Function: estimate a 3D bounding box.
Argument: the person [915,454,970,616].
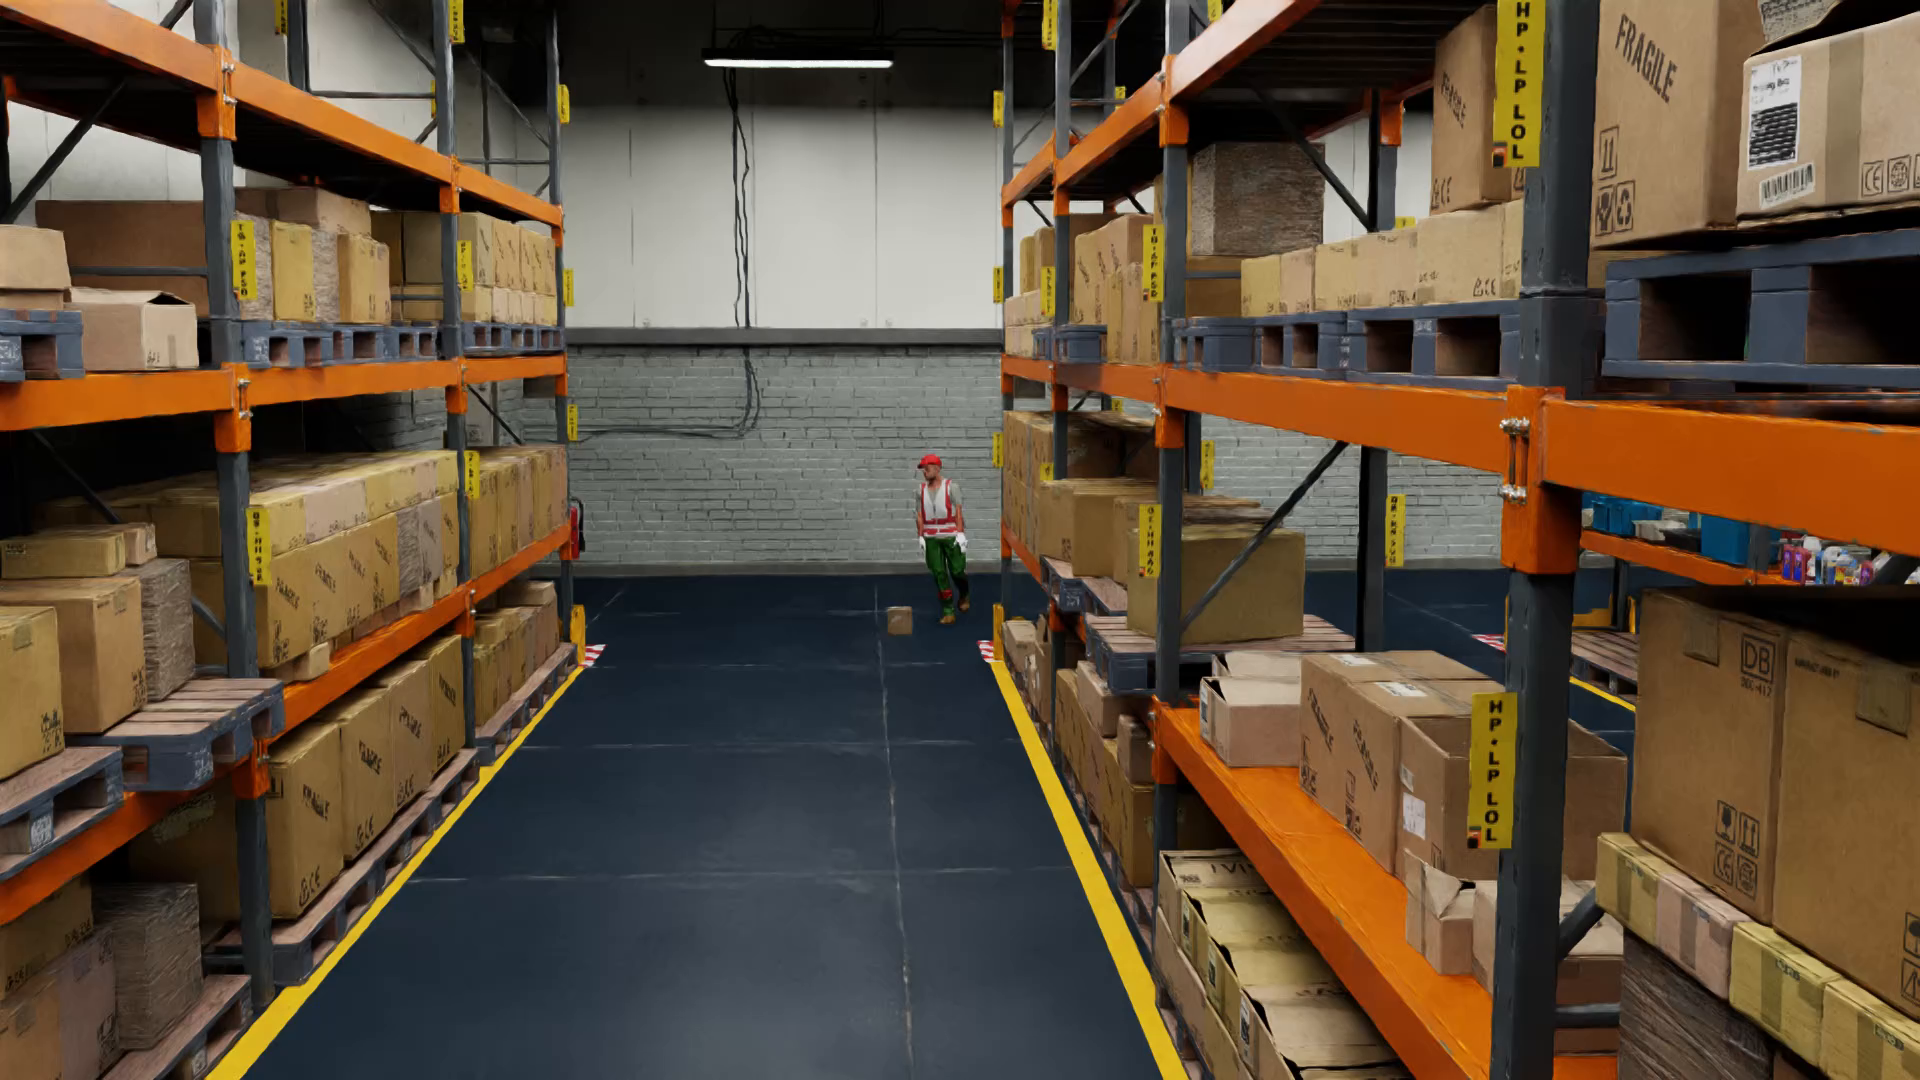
[{"bbox_3d":[-0.179,-0.061,17.491,0.572,1.701,0.597,2,7,15],"label":"person"}]
